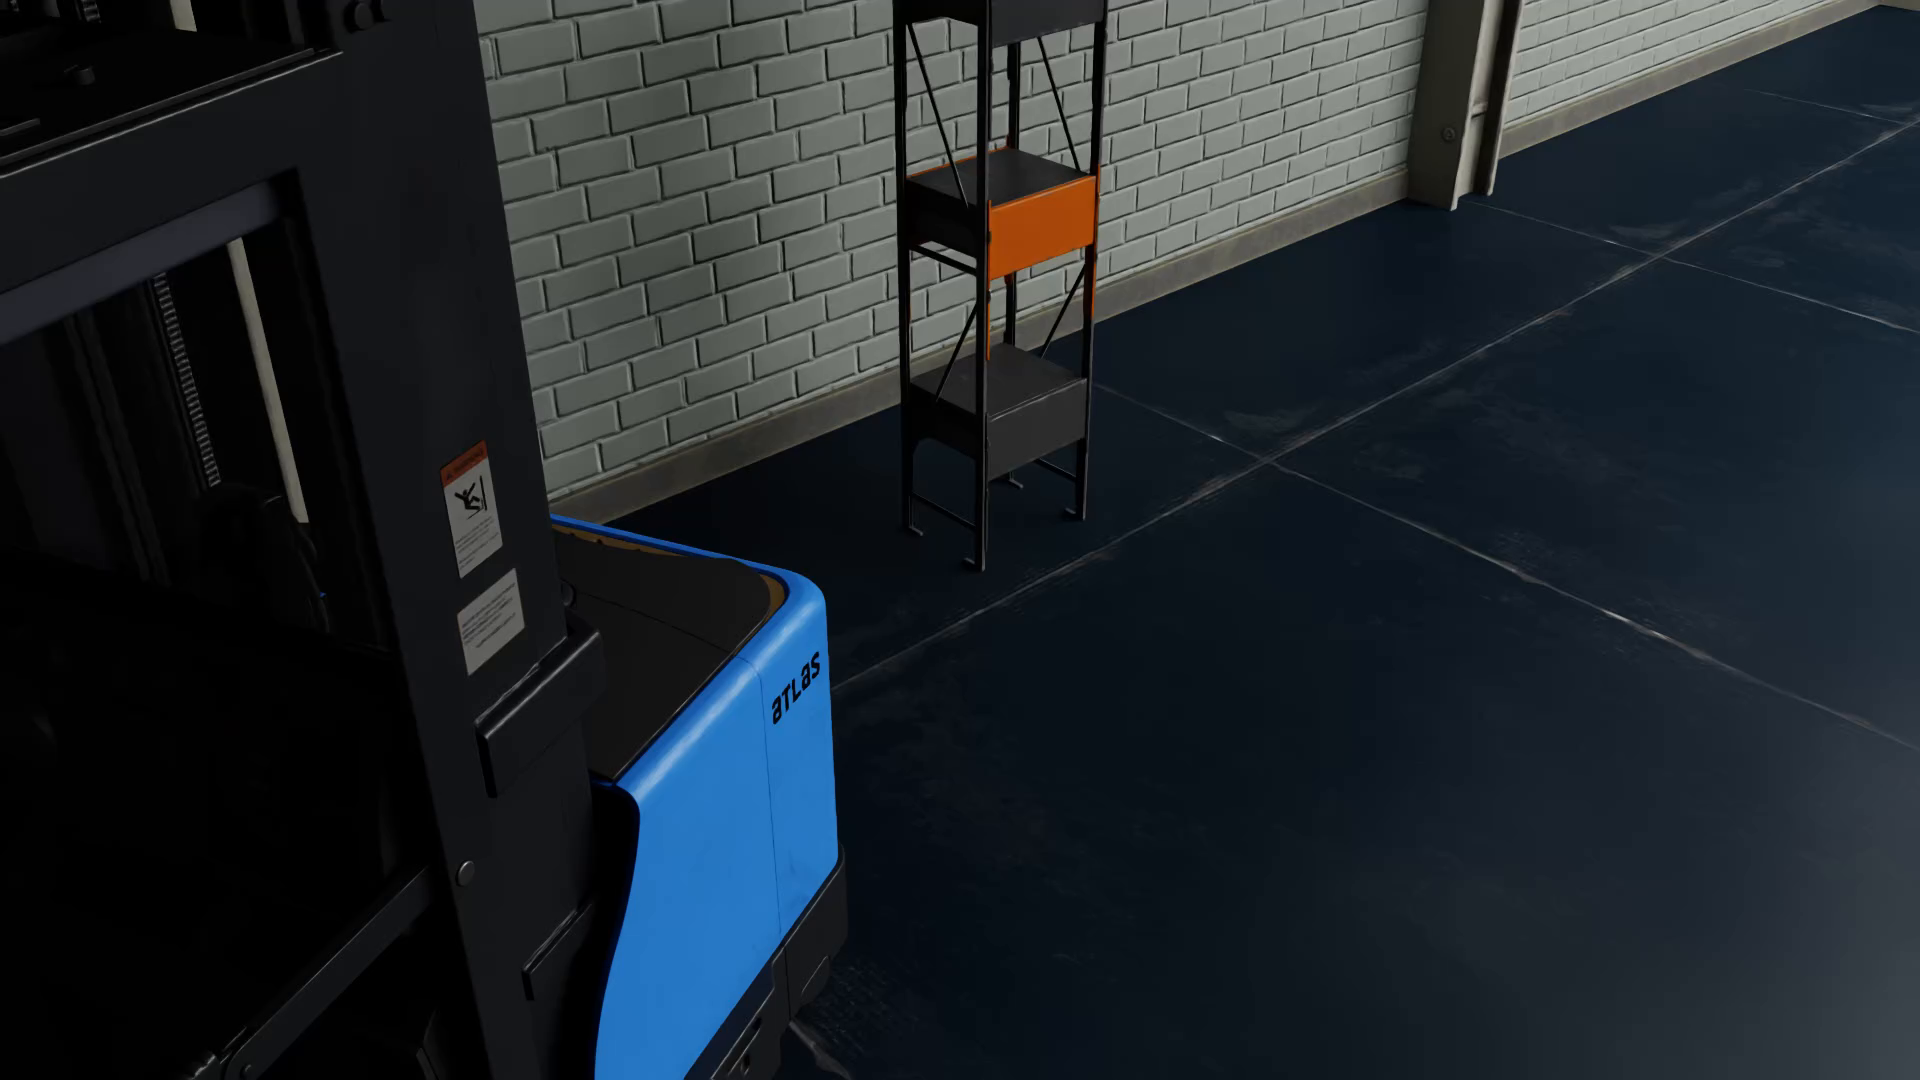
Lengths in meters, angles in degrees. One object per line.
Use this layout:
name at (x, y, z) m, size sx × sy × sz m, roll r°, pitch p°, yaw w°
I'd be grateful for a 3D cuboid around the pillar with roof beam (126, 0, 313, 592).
pillar with roof beam at (1.078, -1.877, 0.193) m, size 0.400 × 9.000 × 9.100 m, roll -26°, pitch 40°, yaw -35°

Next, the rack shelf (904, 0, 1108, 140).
rack shelf at (0.121, -1.540, 4.940) m, size 0.480 × 0.518 × 0.431 m, roll -26°, pitch 40°, yaw -35°

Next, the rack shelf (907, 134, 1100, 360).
rack shelf at (0.121, -0.943, 5.305) m, size 0.480 × 0.518 × 0.431 m, roll -26°, pitch 40°, yaw -35°

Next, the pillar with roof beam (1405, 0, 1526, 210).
pillar with roof beam at (5.478, -4.005, 3.674) m, size 0.400 × 9.000 × 9.100 m, roll -26°, pitch 40°, yaw -35°

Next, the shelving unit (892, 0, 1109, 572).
shelving unit at (0.121, -0.955, 5.298) m, size 0.503 × 2.100 × 0.431 m, roll -26°, pitch 40°, yaw -35°

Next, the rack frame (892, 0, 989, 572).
rack frame at (-0.058, -0.868, 5.157) m, size 0.015 × 2.100 × 0.400 m, roll -26°, pitch 40°, yaw -35°

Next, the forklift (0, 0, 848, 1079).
forklift at (-1.319, 0.352, 2.365) m, size 1.130 × 2.935 × 3.031 m, roll 13°, pitch 34°, yaw 20°

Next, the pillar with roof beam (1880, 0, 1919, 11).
pillar with roof beam at (9.877, -6.133, 7.154) m, size 0.400 × 9.000 × 9.100 m, roll -26°, pitch 40°, yaw -35°

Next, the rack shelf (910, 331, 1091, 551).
rack shelf at (0.121, -0.346, 5.671) m, size 0.480 × 0.518 × 0.431 m, roll -26°, pitch 40°, yaw -35°

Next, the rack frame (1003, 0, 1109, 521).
rack frame at (0.300, -1.041, 5.440) m, size 0.015 × 2.100 × 0.400 m, roll -26°, pitch 40°, yaw -35°
